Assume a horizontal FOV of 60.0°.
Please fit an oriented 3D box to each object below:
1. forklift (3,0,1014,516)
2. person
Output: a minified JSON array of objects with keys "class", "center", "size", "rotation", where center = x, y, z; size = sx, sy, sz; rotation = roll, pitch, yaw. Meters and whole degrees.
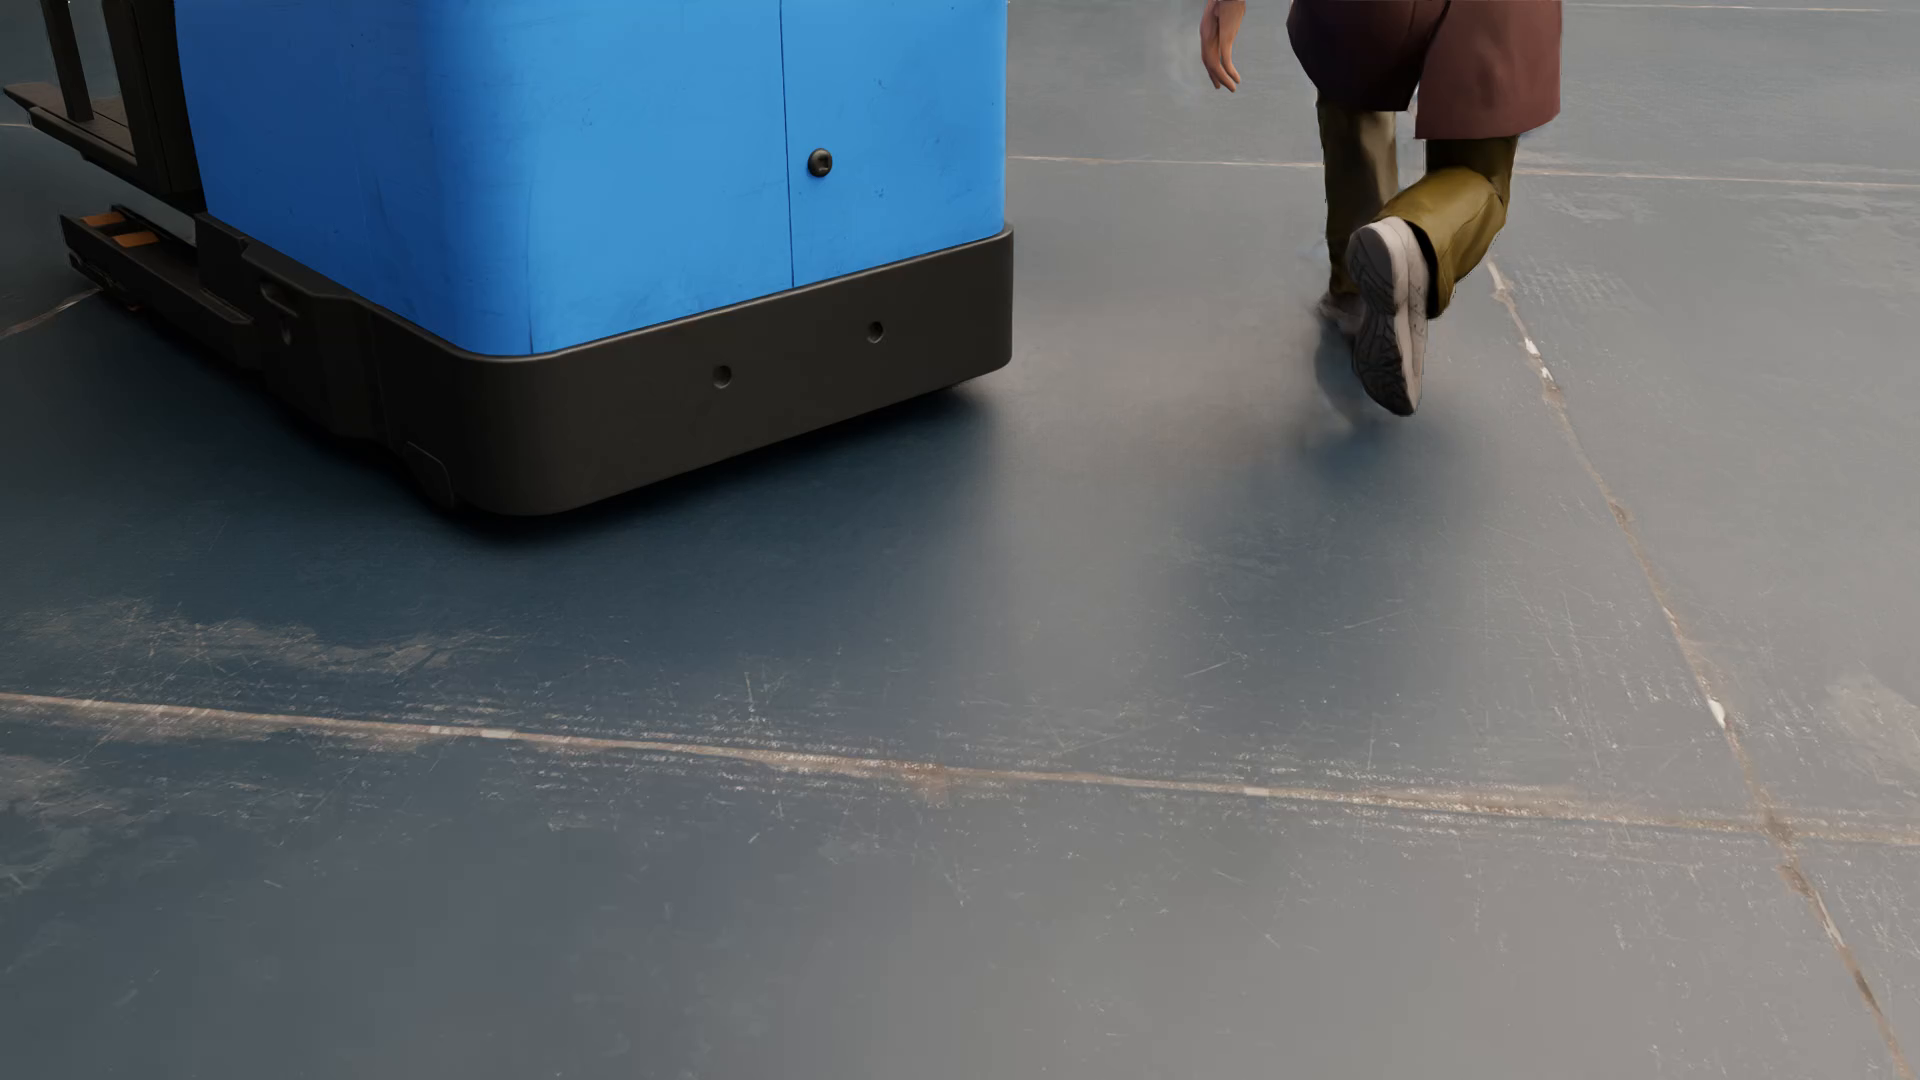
[{"class":"forklift","center":[-1.269,-1.918,3.062],"size":[1.130,2.935,3.031],"rotation":[-22,34,-37]},{"class":"person","center":[0.744,-1.036,2.911],"size":[0.699,1.548,0.928],"rotation":[0,27,0]}]
